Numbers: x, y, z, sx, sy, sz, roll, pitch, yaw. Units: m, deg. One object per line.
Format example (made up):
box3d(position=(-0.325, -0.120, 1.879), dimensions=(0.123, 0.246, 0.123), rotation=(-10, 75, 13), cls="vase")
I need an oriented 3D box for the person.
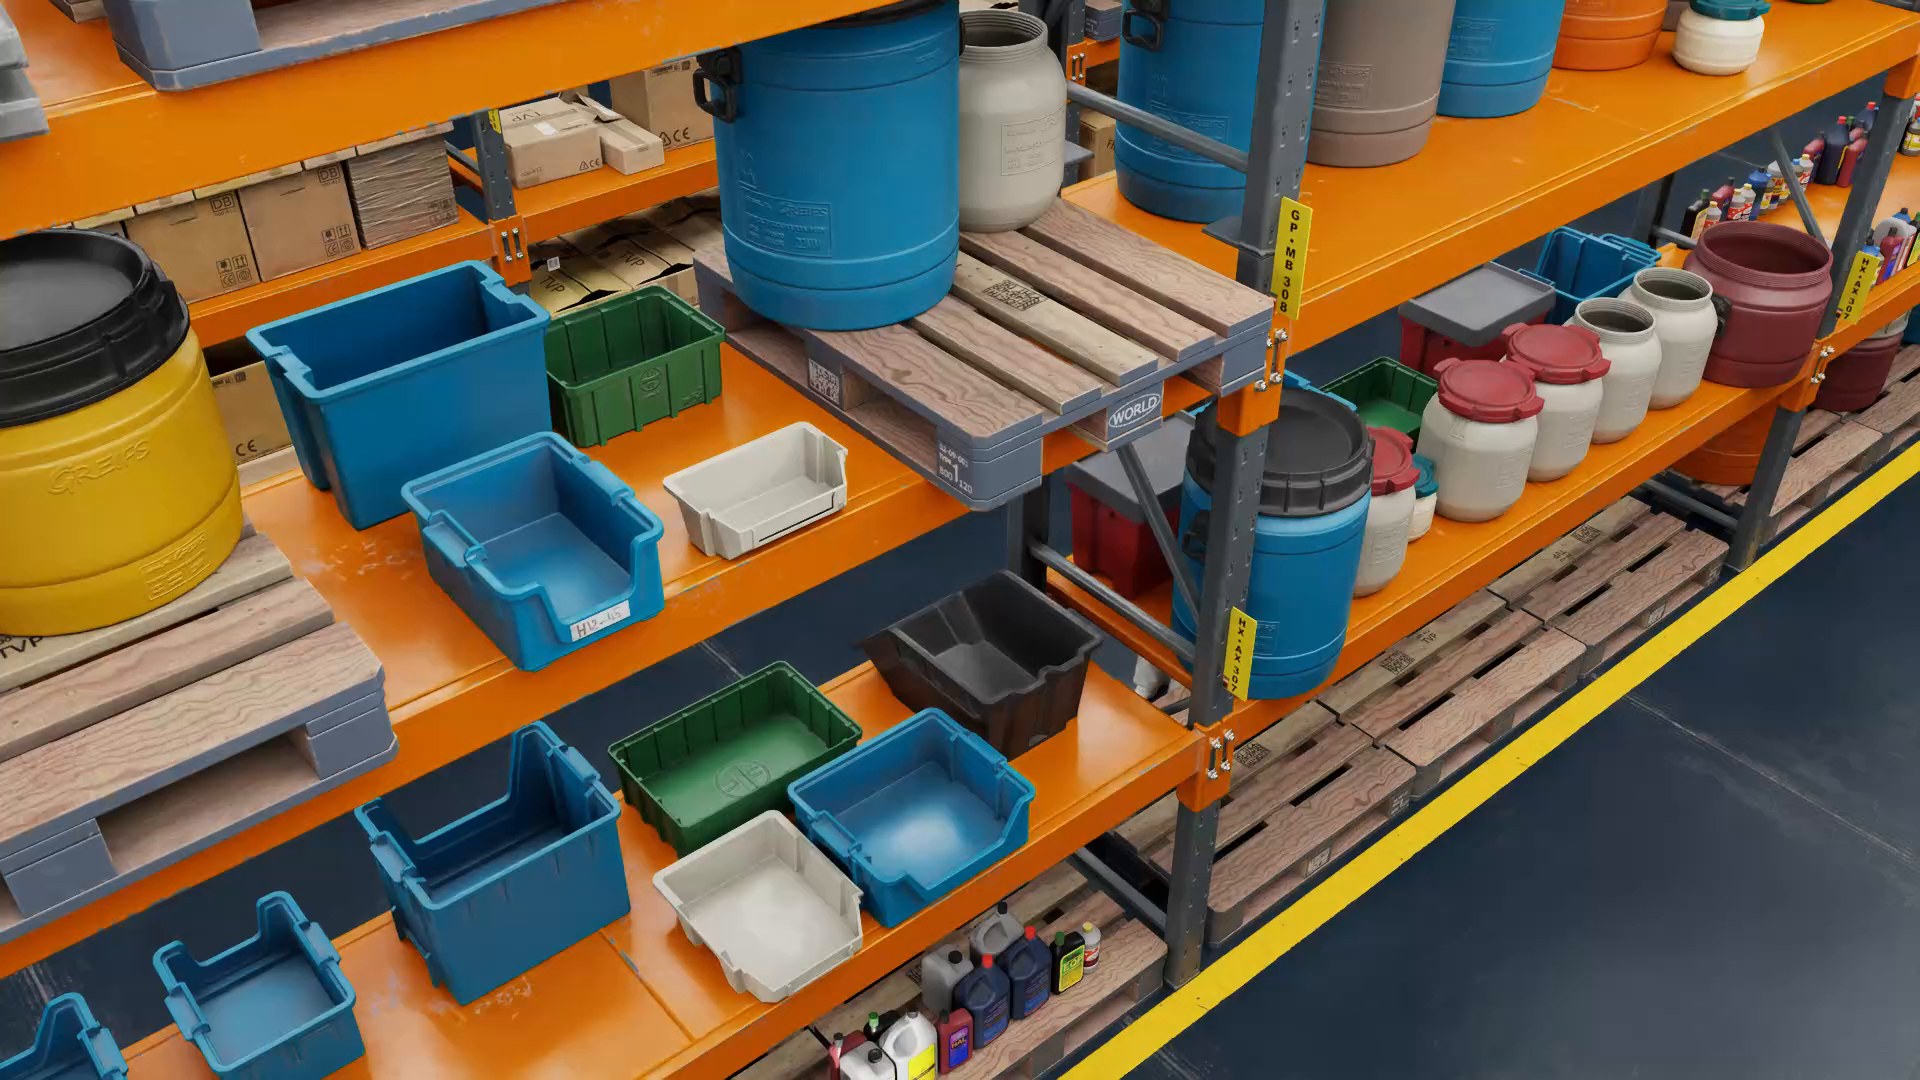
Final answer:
box3d(position=(0.993, 0.020, 7.067), dimensions=(0.553, 1.654, 0.438), rotation=(-26, 43, -31), cls="person")
